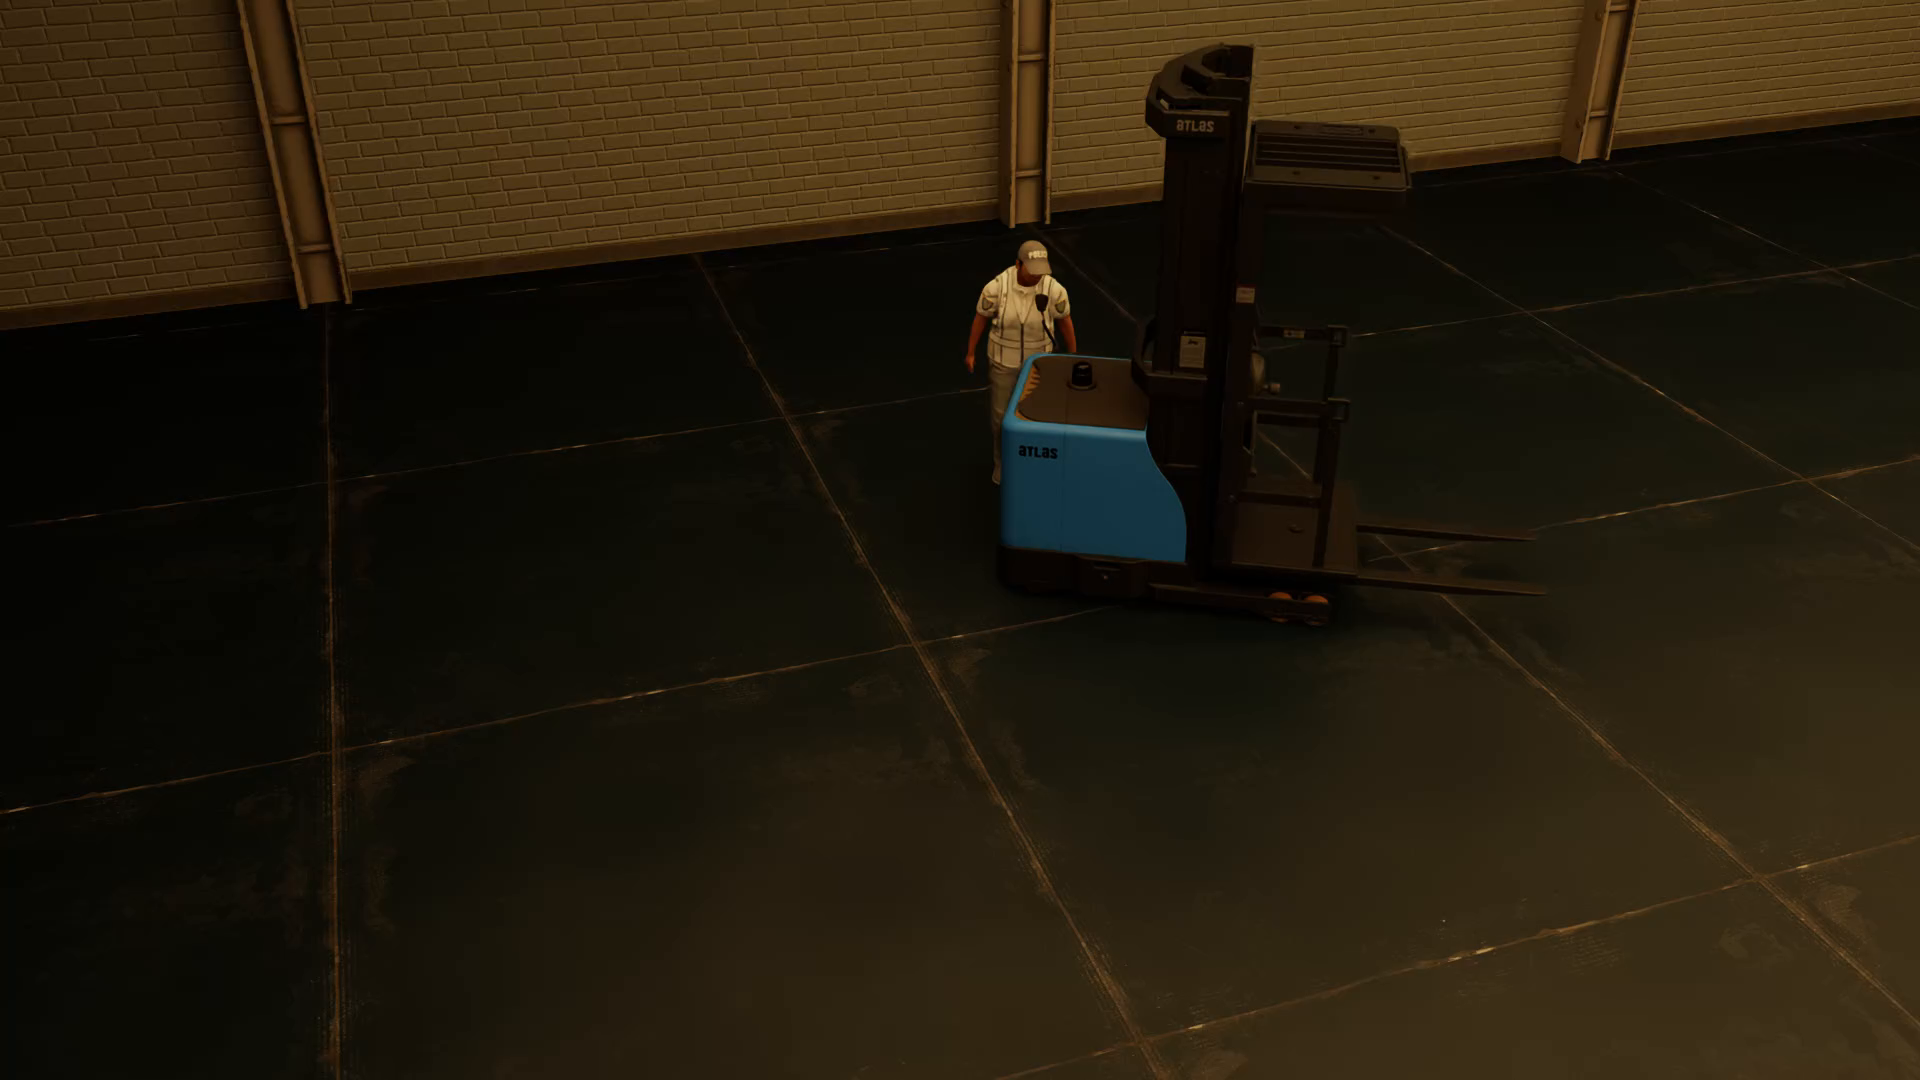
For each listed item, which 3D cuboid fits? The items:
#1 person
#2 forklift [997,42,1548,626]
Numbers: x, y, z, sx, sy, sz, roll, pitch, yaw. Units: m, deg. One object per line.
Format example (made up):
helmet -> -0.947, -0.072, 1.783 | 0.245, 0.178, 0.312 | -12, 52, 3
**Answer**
person -> 0.436, -1.091, 10.300 | 0.816, 1.637, 0.470 | 0, 30, 1
forklift -> 1.780, -1.084, 8.971 | 3.031, 2.935, 1.130 | 5, 30, 9
